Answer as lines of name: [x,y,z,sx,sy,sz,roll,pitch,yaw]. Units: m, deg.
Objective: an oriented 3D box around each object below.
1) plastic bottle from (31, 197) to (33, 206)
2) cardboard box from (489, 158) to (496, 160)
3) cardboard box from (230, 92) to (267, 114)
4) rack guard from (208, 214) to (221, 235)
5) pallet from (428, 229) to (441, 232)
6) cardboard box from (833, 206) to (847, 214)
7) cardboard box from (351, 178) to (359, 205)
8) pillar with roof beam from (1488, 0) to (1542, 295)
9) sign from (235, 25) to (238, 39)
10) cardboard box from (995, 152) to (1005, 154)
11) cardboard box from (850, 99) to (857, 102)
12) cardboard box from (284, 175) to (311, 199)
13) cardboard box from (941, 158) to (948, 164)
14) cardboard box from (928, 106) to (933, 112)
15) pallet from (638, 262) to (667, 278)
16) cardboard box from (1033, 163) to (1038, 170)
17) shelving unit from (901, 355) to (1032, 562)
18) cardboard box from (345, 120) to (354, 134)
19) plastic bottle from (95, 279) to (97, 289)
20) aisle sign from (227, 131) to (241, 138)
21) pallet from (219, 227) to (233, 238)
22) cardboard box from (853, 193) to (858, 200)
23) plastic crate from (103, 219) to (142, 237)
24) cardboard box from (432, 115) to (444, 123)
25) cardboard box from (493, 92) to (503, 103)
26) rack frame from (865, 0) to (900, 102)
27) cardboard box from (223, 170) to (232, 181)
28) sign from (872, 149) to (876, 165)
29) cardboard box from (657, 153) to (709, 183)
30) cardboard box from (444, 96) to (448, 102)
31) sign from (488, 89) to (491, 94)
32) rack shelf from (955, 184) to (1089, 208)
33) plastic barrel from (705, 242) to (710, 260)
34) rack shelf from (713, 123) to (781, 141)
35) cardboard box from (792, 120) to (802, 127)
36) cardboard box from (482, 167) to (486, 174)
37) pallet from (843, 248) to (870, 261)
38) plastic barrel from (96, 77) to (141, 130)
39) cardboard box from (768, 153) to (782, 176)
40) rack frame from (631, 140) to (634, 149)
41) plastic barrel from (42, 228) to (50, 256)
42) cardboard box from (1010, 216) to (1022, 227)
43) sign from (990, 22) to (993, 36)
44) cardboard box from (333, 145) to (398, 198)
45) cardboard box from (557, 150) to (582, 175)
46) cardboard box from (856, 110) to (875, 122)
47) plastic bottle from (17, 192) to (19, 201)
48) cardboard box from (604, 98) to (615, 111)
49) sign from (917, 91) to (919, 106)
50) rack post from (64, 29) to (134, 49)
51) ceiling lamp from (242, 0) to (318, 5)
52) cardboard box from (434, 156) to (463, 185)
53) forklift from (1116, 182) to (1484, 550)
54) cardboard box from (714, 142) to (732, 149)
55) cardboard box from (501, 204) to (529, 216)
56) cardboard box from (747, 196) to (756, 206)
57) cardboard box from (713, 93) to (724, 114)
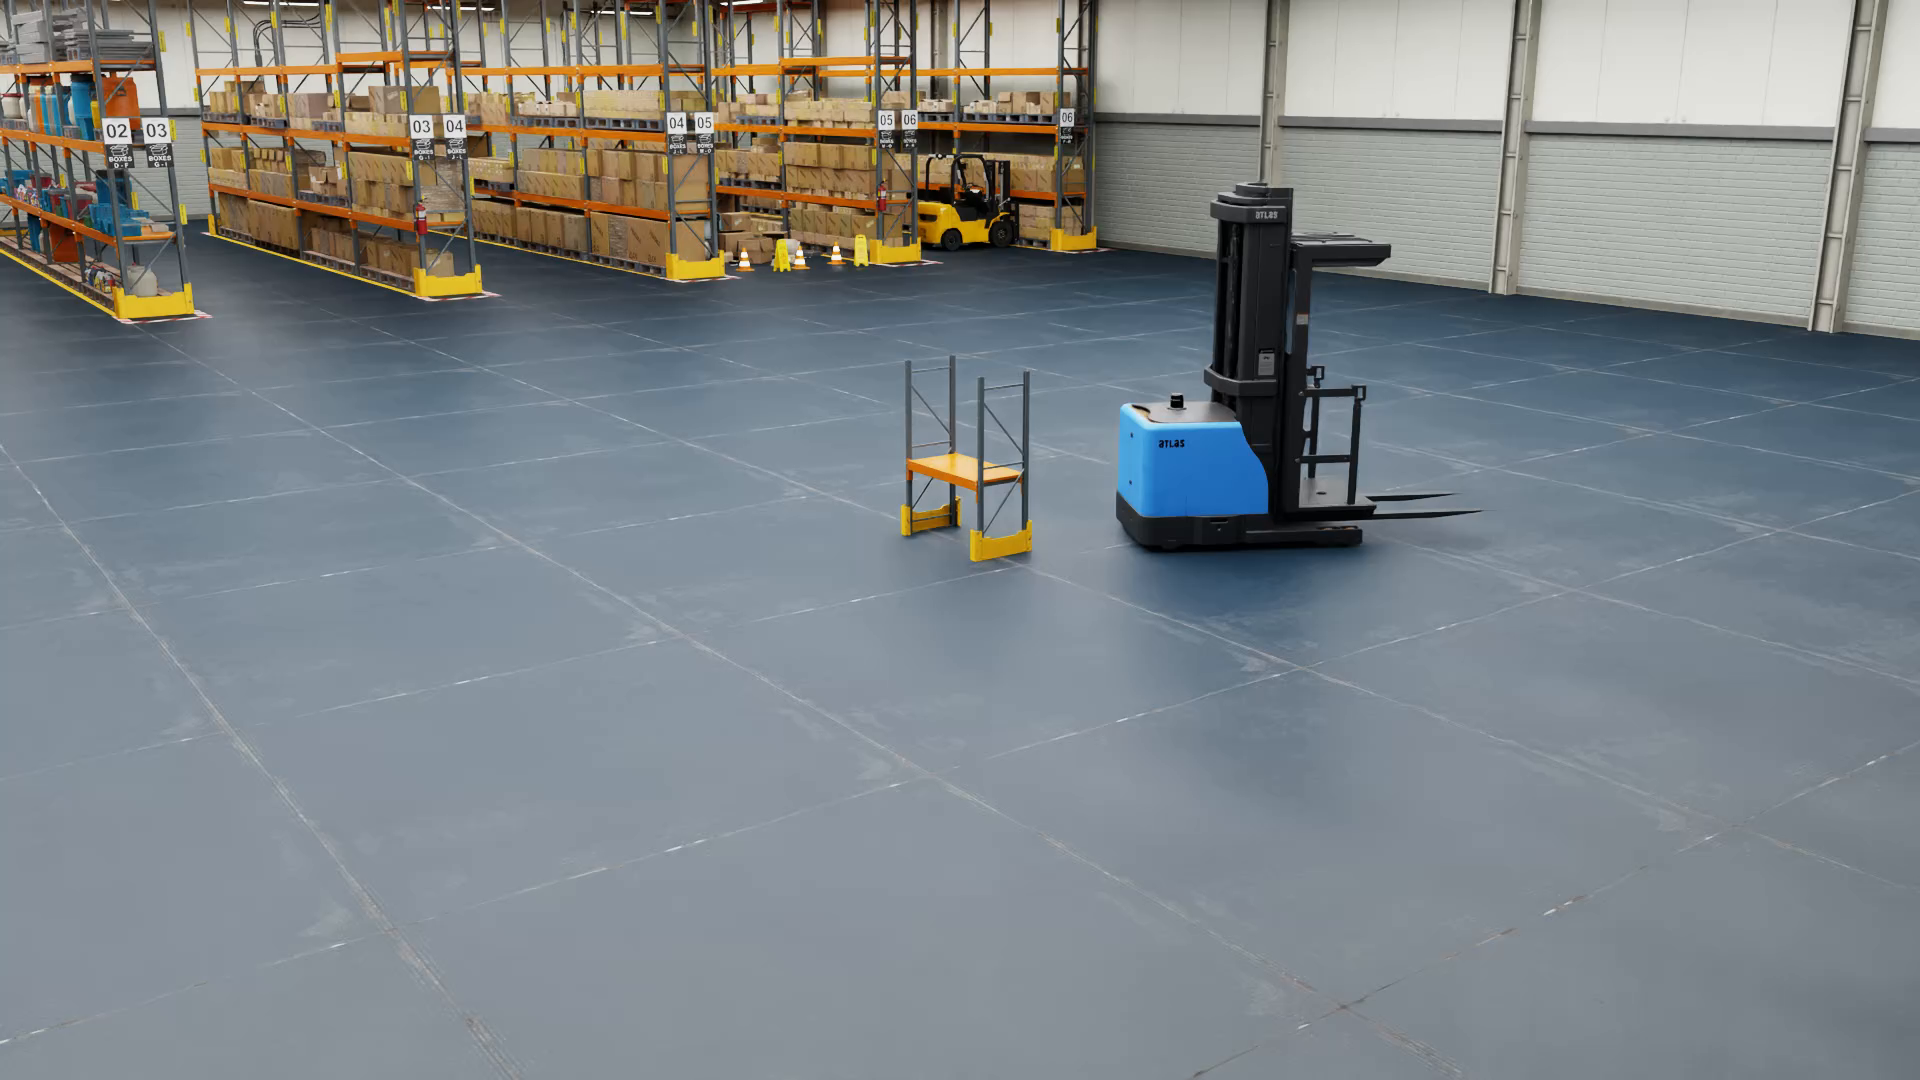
plastic bottle: [-19.202,-7.037,34.481,0.097,0.201,0.097,0,15,0]
cardboard box: [-11.503,-9.427,41.389,0.380,0.149,0.250,-11,19,-35]
cardboard box: [-16.941,-10.438,39.674,0.700,0.500,0.500,-12,20,-38]
rack guard: [-18.798,-8.188,43.045,1.175,0.500,0.348,-11,19,-35]
pallet: [-13.506,-8.336,44.134,1.003,0.211,1.213,-11,19,-35]
cardboard box: [-2.611,-7.370,37.086,0.380,0.149,0.250,-10,18,-32]
cardboard box: [-11.514,-6.912,32.895,0.875,0.500,0.500,-11,19,-35]
pillar with roof beam: [6.545,-8.233,27.110,9.100,9.000,0.400,-11,19,-35]
sign: [-18.337,-12.852,42.067,0.100,0.325,0.005,-11,19,-35]
cardboard box: [1.013,-9.504,41.138,0.380,0.149,0.250,-11,19,-35]
cardboard box: [-2.759,-11.849,44.968,0.380,0.149,0.250,-12,19,-36]
cardboard box: [-14.571,-7.795,36.686,0.500,0.500,0.500,-10,18,-33]
cardboard box: [-0.246,-9.587,42.004,0.380,0.149,0.250,-11,19,-35]
cardboard box: [-0.592,-10.899,42.026,0.380,0.149,0.250,-11,19,-35]
pallet: [-5.838,-5.534,33.894,1.003,0.211,1.213,-11,19,-35]
cardboard box: [1.945,-8.788,39.083,0.380,0.149,0.250,-10,18,-34]
shelving unit: [0.045,-0.707,13.819,0.587,1.500,1.083,-11,19,-35]
cardboard box: [-11.671,-8.065,32.461,0.500,0.250,0.500,-12,19,-37]
plastic bottle: [-15.337,-4.578,29.590,0.097,0.201,0.097,0,15,0]
aisle sign: [-18.584,-10.704,42.579,0.394,0.787,0.004,-11,19,-35]
pallet: [-18.251,-7.885,42.484,1.003,0.211,1.213,-11,19,-35]
cardboard box: [-2.125,-7.530,36.383,0.380,0.149,0.250,-11,19,-35]
plastic crate: [-13.919,-5.192,27.644,0.499,0.251,0.616,-11,19,-35]
cardboard box: [-9.351,-7.633,30.130,0.380,0.149,0.250,-11,19,-35]
cardboard box: [-10.770,-10.446,39.238,0.396,0.266,0.258,-11,19,-35]
rack frame: [-2.051,-12.883,44.100,1.000,3.000,0.127,-11,19,-35]
cardboard box: [-17.806,-8.987,40.949,0.500,0.250,0.500,-11,19,-36]
sign: [-1.821,-8.139,35.339,0.100,0.325,0.005,-11,19,-35]
cardboard box: [-5.492,-7.398,33.096,0.875,0.550,0.550,-11,19,-35]
cardboard box: [-12.766,-11.115,41.903,0.380,0.149,0.250,-12,19,-37]
sign: [-11.914,-11.256,42.110,0.100,0.325,0.005,-11,19,-35]
rack shelf: [1.476,-8.361,40.306,1.077,0.370,4.000,-11,19,-35]
plastic barrel: [-5.749,-6.327,36.393,0.512,0.421,0.421,1,15,4]
rack shelf: [-4.888,-9.891,40.213,1.077,0.370,4.000,-11,19,-35]
cardboard box: [-3.621,-9.520,37.971,0.380,0.149,0.250,-11,19,-34]
cardboard box: [-11.274,-8.908,40.056,0.380,0.149,0.250,-11,19,-35]
pallet: [-1.854,-6.360,36.914,1.003,0.211,1.213,-11,19,-35]
plastic barrel: [-13.771,-7.144,27.203,0.600,0.830,0.708,-11,19,-35]
cardboard box: [-4.170,-8.821,39.076,0.500,0.500,0.500,-11,19,-36]
rack frame: [-8.416,-10.072,45.195,1.000,3.000,0.127,-11,19,-35]
plastic barrel: [-19.052,-6.294,35.161,0.600,0.588,0.708,-11,19,-35]
cardboard box: [1.507,-7.670,39.883,0.500,0.250,0.500,-11,19,-36]
sign: [0.764,-12.637,41.131,0.100,0.325,0.005,-11,19,-35]
cardboard box: [-12.082,-7.509,33.898,1.000,1.000,1.000,-11,19,-34]
cardboard box: [-8.554,-8.427,37.101,0.700,0.500,0.500,-11,19,-34]
cardboard box: [-1.879,-9.095,35.664,0.500,0.250,0.500,-11,19,-35]
plastic bottle: [-20.350,-7.488,35.995,0.097,0.271,0.097,0,15,0]
cardboard box: [-7.001,-8.980,34.257,0.500,0.250,0.500,-11,19,-35]
sign: [-0.922,-9.463,35.629,0.100,0.325,0.005,-11,19,-35]
rack post: [-14.547,-8.469,28.116,0.937,0.300,0.954,-11,19,-36]
ceiling lamp: [-18.311,-16.064,44.665,2.000,3.185,0.800,-11,19,-35]
cardboard box: [-9.479,-6.805,30.612,0.500,0.500,0.500,-11,19,-35]
forklift: [2.918,-1.484,13.947,3.031,2.935,1.130,-2,15,-7]
cardboard box: [-6.156,-9.892,42.453,0.500,0.500,0.500,-12,19,-36]
cardboard box: [-10.623,-7.892,39.749,0.500,0.250,0.500,-11,19,-36]
cardboard box: [-6.001,-10.361,50.188,0.700,0.500,0.500,-10,18,-32]
cardboard box: [-6.408,-10.974,41.818,0.797,0.503,0.637,-12,20,-38]
